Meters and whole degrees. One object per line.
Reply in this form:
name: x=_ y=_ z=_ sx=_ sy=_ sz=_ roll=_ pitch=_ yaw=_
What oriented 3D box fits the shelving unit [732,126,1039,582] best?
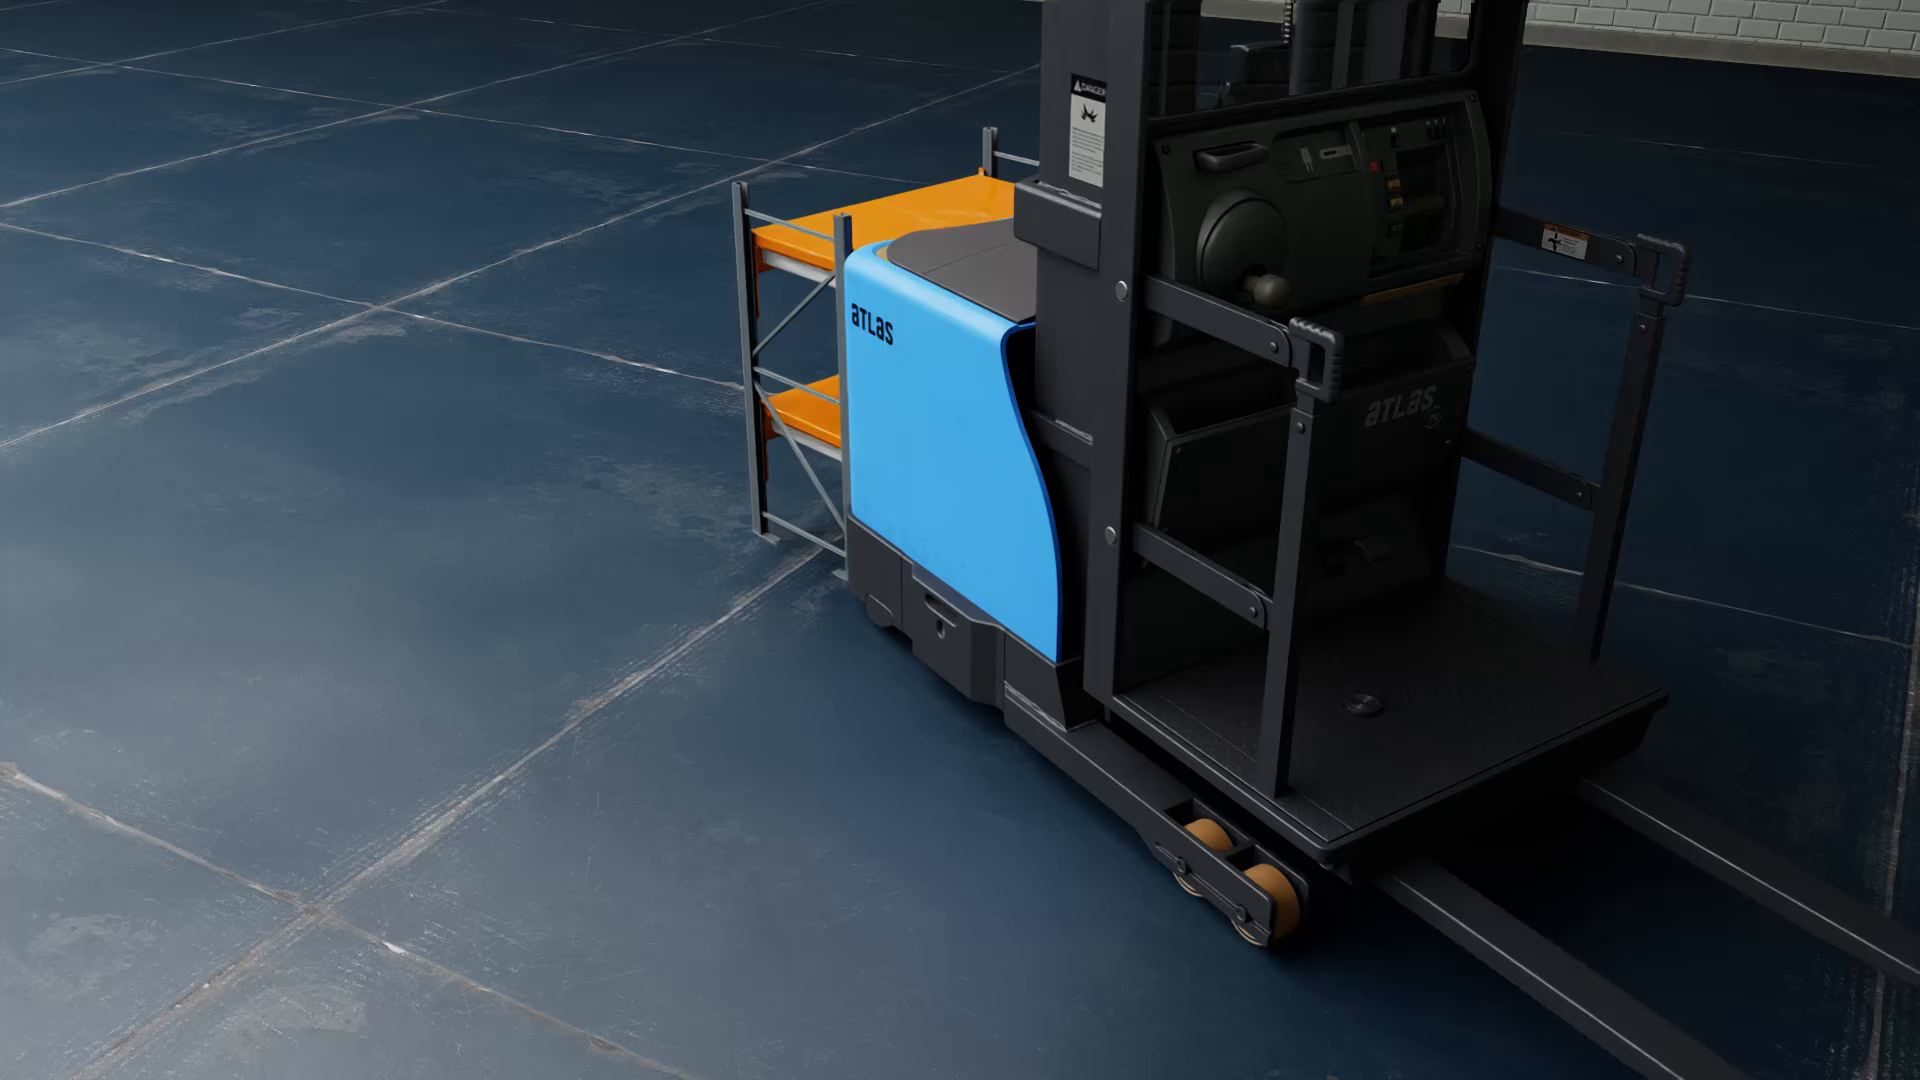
shelving unit: x=-0.108 y=-0.608 z=5.208 sx=1.048 sy=1.125 sz=0.538 roll=-23 pitch=35 yaw=-38

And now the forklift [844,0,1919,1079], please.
forklift: x=0.905 y=-0.695 z=3.363 sx=1.130 sy=2.935 sz=3.031 roll=-16 pitch=31 yaw=-29

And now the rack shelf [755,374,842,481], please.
rack shelf: x=-0.108 y=-0.389 z=5.317 sx=1.000 sy=0.278 sz=0.538 roll=-23 pitch=35 yaw=-38

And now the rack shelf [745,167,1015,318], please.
rack shelf: x=-0.108 y=-0.870 z=5.077 sx=1.000 sy=0.278 sz=0.538 roll=-23 pitch=35 yaw=-38

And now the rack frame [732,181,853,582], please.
rack frame: x=-0.476 y=-0.450 z=4.893 sx=0.032 sy=1.125 sz=0.500 roll=-23 pitch=35 yaw=-38

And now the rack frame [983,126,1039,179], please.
rack frame: x=0.259 y=-0.765 z=5.522 sx=0.032 sy=1.125 sz=0.500 roll=-23 pitch=35 yaw=-38
